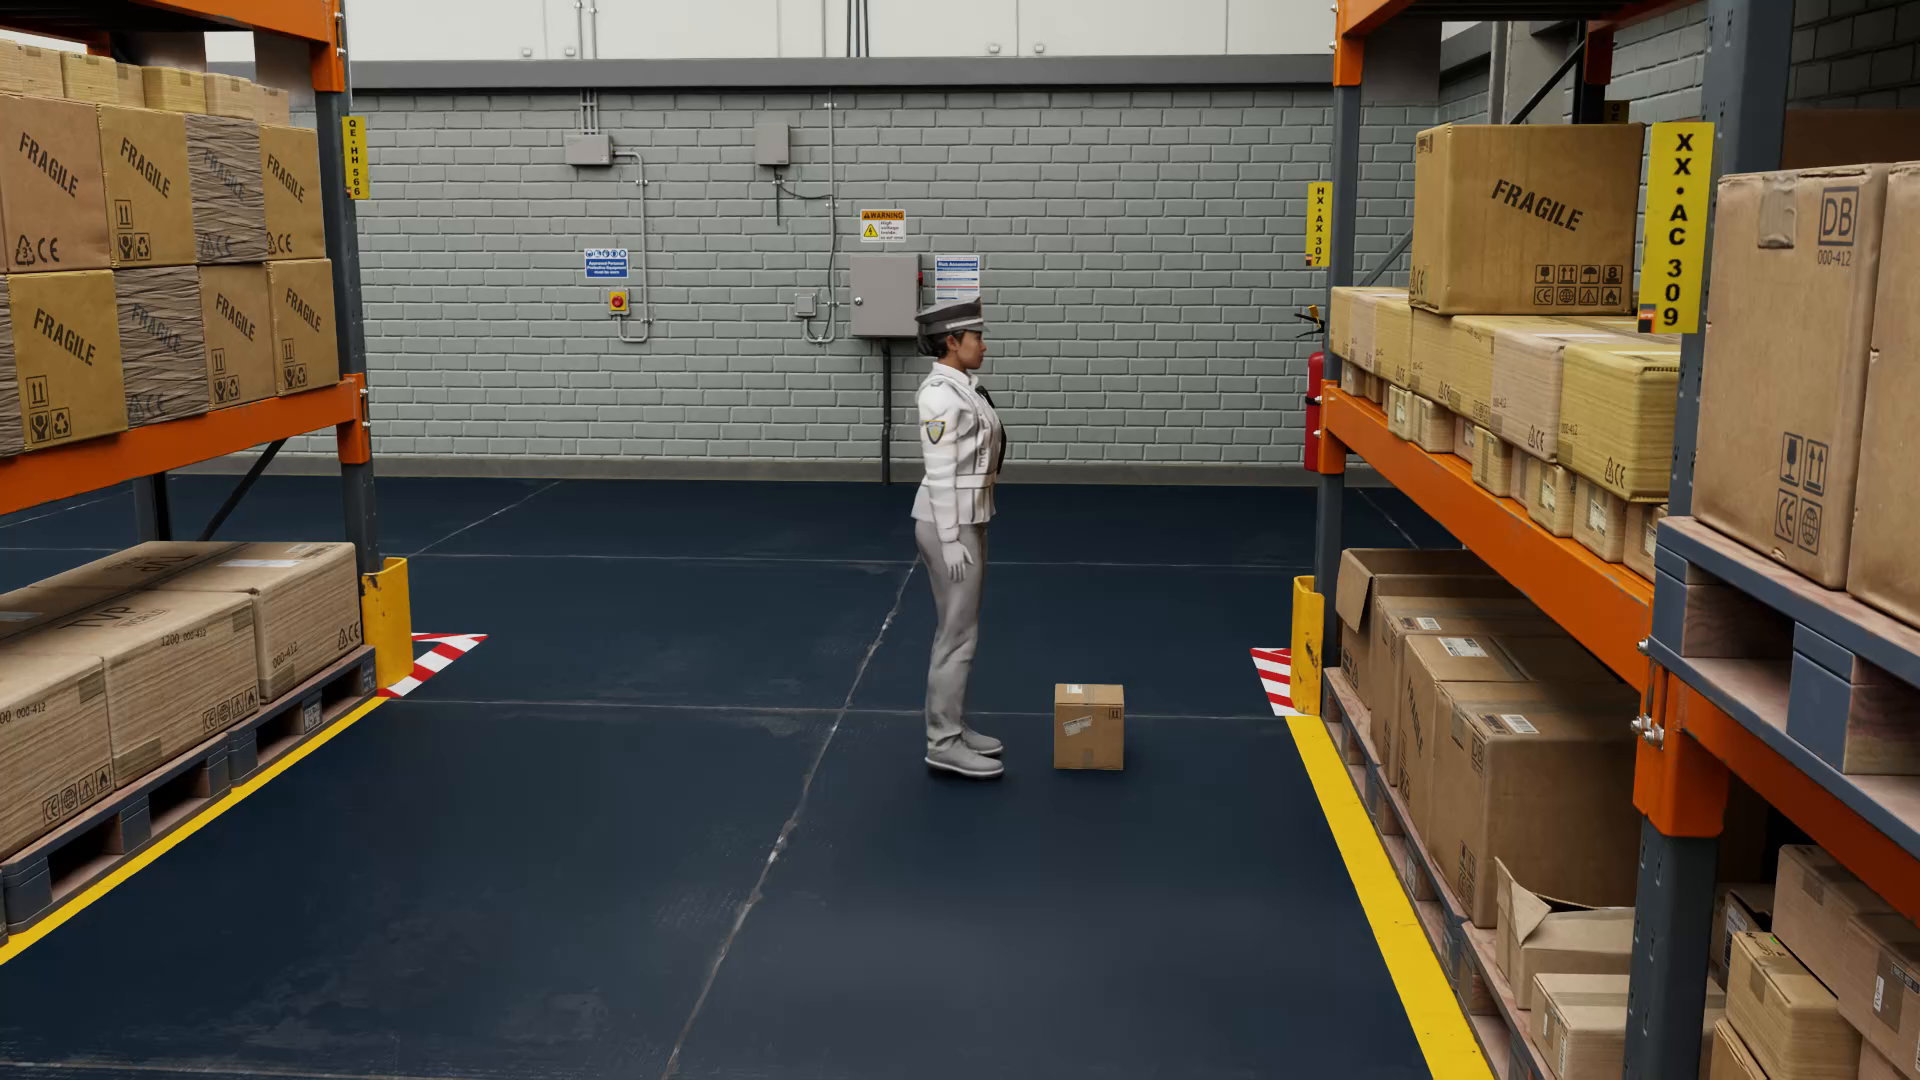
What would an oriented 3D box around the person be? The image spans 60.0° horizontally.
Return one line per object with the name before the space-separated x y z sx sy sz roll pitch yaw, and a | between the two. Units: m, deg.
person | 0.008 -0.031 6.007 0.363 1.688 0.528 2 11 9
